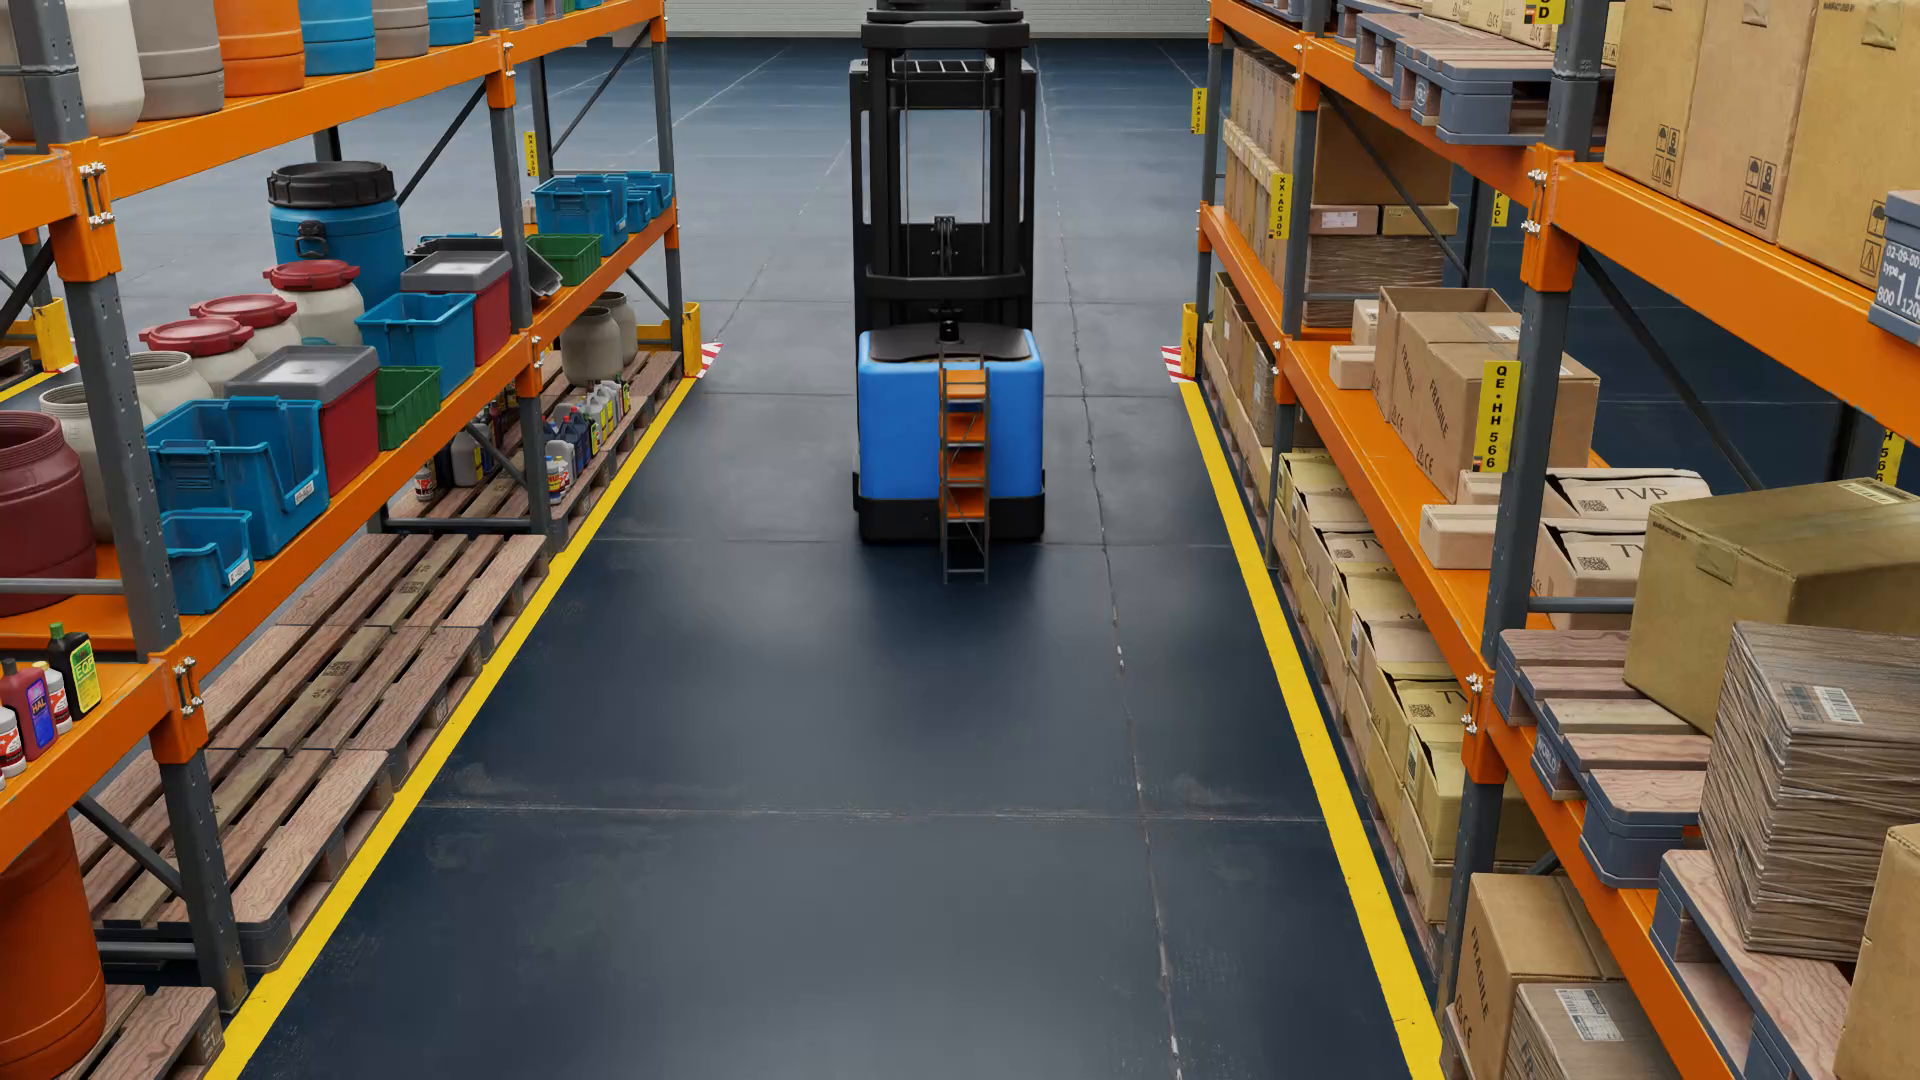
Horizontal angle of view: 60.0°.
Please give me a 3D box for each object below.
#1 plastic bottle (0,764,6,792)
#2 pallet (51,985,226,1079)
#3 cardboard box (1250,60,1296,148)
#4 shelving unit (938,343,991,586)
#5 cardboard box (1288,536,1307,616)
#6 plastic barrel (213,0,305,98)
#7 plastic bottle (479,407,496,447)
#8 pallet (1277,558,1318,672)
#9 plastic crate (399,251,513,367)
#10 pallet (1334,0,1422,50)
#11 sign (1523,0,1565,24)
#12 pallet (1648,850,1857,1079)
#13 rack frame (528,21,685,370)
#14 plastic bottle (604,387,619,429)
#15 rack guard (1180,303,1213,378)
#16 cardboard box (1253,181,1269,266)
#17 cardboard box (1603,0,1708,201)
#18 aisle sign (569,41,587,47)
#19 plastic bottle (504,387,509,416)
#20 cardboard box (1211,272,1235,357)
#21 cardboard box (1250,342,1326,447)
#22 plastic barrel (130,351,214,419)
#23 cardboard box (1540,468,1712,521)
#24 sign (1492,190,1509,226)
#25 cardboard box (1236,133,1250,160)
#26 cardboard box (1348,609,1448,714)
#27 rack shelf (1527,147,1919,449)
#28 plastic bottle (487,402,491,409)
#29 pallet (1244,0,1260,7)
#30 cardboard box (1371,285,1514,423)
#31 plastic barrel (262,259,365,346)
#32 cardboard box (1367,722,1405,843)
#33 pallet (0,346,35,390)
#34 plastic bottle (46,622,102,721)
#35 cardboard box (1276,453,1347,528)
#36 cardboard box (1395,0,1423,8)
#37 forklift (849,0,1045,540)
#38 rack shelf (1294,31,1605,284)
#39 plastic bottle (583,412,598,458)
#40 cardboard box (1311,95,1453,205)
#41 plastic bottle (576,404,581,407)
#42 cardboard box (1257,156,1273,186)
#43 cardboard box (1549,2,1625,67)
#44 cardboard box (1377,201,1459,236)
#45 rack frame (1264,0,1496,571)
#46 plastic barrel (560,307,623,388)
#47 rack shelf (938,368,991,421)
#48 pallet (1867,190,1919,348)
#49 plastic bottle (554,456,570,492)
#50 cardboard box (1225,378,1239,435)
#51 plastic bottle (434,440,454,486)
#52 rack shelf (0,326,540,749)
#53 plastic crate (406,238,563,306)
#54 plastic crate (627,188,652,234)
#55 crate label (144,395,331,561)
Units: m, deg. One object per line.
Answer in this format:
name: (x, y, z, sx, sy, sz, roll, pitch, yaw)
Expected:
plastic bottle: (-2.509, 0.549, 4.243, 0.097, 0.201, 0.097, 0, 21, 0)
pallet: (-2.873, 1.731, 4.777, 1.003, 0.211, 1.213, 1, 21, 2)
cardboard box: (2.250, -2.783, 10.623, 0.700, 0.500, 0.500, 1, 21, 2)
shelving unit: (0.020, -0.407, 8.920, 0.258, 1.200, 0.503, -1, 21, -3)
cardboard box: (1.905, 0.169, 8.168, 0.500, 0.250, 0.500, 1, 21, 3)
plastic barrel: (-2.629, -1.985, 5.757, 0.600, 0.830, 0.708, 1, 21, 2)
plastic bottle: (-2.919, -0.670, 10.257, 0.061, 0.283, 0.133, 1, 21, 2)
pallet: (2.198, 0.321, 8.409, 1.003, 0.211, 1.213, 1, 21, 2)
plastic crate: (-2.478, -1.153, 8.264, 0.402, 0.464, 0.583, 1, 21, 2)
pallet: (2.168, -2.236, 7.262, 0.805, 0.209, 1.217, 0, 21, -1)
sign: (1.505, -1.485, 4.237, 0.100, 0.325, 0.005, 1, 21, 2)
pallet: (2.005, 0.994, 3.087, 1.003, 0.211, 1.213, 1, 21, 2)
rack frame: (-2.648, -2.748, 12.463, 1.000, 3.000, 0.127, 1, 21, 2)
plastic bottle: (-2.305, -0.873, 10.789, 0.152, 0.276, 0.135, 0, 21, 0)
rack guard: (2.304, -1.535, 12.794, 1.175, 0.500, 0.348, 1, 21, 2)
cardboard box: (2.232, -2.010, 10.424, 0.700, 0.500, 0.500, 1, 21, 3)
cardboard box: (2.080, -1.086, 3.896, 0.910, 0.500, 0.500, 1, 21, 2)
aisle sign: (-2.938, -3.989, 12.068, 0.394, 0.787, 0.004, 1, 21, 2)
plastic bottle: (-3.040, -0.952, 10.984, 0.061, 0.283, 0.133, 1, 21, 3)
cardboard box: (2.051, -1.583, 11.646, 0.500, 0.500, 0.500, 1, 21, 2)
cardboard box: (2.004, -0.860, 9.782, 0.500, 0.500, 0.500, 1, 21, 2)
plastic barrel: (-3.060, -0.434, 6.345, 0.421, 0.512, 0.421, 0, 21, 0)
cardboard box: (2.281, -0.079, 5.709, 0.500, 0.311, 0.500, 0, 21, 1)
sign: (2.724, -1.746, 8.390, 0.100, 0.325, 0.005, 1, 21, 2)
cardboard box: (2.052, -2.624, 11.111, 0.380, 0.149, 0.250, 0, 21, 1)
cardboard box: (1.857, 0.463, 6.634, 0.500, 0.311, 0.500, 0, 21, 1)
rack shelf: (1.999, -0.139, 2.588, 1.077, 0.370, 4.000, 1, 21, 2)
plastic bottle: (-3.034, -0.795, 10.595, 0.097, 0.271, 0.097, 0, 21, 0)
pallet: (2.221, -3.351, 9.995, 1.003, 0.211, 1.213, 1, 21, 2)
cardboard box: (2.126, -0.824, 7.368, 0.500, 0.500, 0.500, 2, 21, 6)
plastic barrel: (-3.018, -1.021, 7.826, 0.433, 0.535, 0.433, 0, 21, 0)
cardboard box: (1.844, 0.908, 6.264, 0.500, 0.250, 0.500, 0, 21, 1)
pallet: (-7.661, -1.181, 12.281, 1.003, 0.211, 1.213, 1, 21, 2)
plastic bottle: (-2.477, 0.350, 4.641, 0.061, 0.283, 0.133, 1, 21, 2)
cardboard box: (1.920, -0.274, 8.534, 0.500, 0.311, 0.500, 1, 21, 2)
cardboard box: (2.139, -2.348, 6.915, 0.500, 0.250, 0.500, -1, 21, -4)
forklift: (-0.113, -1.854, 10.256, 1.130, 2.935, 3.031, -1, 21, -3)
rack shelf: (2.121, -1.585, 6.316, 1.077, 0.370, 4.000, 1, 21, 2)
plastic bottle: (-2.278, -0.655, 10.217, 0.061, 0.283, 0.133, 2, 21, 4)
cardboard box: (2.189, -2.057, 8.753, 0.700, 0.500, 0.500, 1, 21, 2)
plastic bottle: (-2.428, -0.764, 10.611, 0.097, 0.201, 0.097, 0, 21, 0)
cardboard box: (2.021, -2.250, 10.147, 0.380, 0.149, 0.250, 1, 21, 3)
cardboard box: (2.017, -1.488, 4.698, 0.500, 0.250, 0.500, -1, 21, -2)
cardboard box: (2.383, -1.689, 8.701, 0.380, 0.149, 0.250, 1, 21, 2)
rack frame: (2.182, -1.245, 8.592, 1.000, 3.000, 0.127, 1, 21, 2)
plastic barrel: (-2.607, -1.363, 11.755, 0.421, 0.512, 0.421, 0, 21, 0)
rack shelf: (0.020, -0.774, 8.778, 0.258, 0.148, 0.480, -1, 21, -3)
pallet: (2.057, -0.274, 2.201, 1.213, 0.211, 1.003, 1, 21, 2)
plastic bottle: (-2.315, -0.386, 9.637, 0.097, 0.201, 0.097, 0, 21, 0)
cardboard box: (2.017, -0.872, 10.850, 0.500, 0.250, 0.500, 1, 21, 2)
plastic bottle: (-3.038, -0.507, 9.744, 0.144, 0.351, 0.185, 0, 21, 0)
rack shelf: (-2.830, -0.243, 7.002, 1.077, 0.370, 4.000, 1, 21, 2)
plastic crate: (-2.626, -1.460, 9.231, 0.767, 0.338, 0.504, 1, 21, 2)
plastic crate: (-2.389, -2.259, 11.410, 0.499, 0.251, 0.408, 1, 21, 2)
crate label: (-2.591, -0.228, 5.920, 0.502, 0.435, 0.616, 1, 21, 2)
